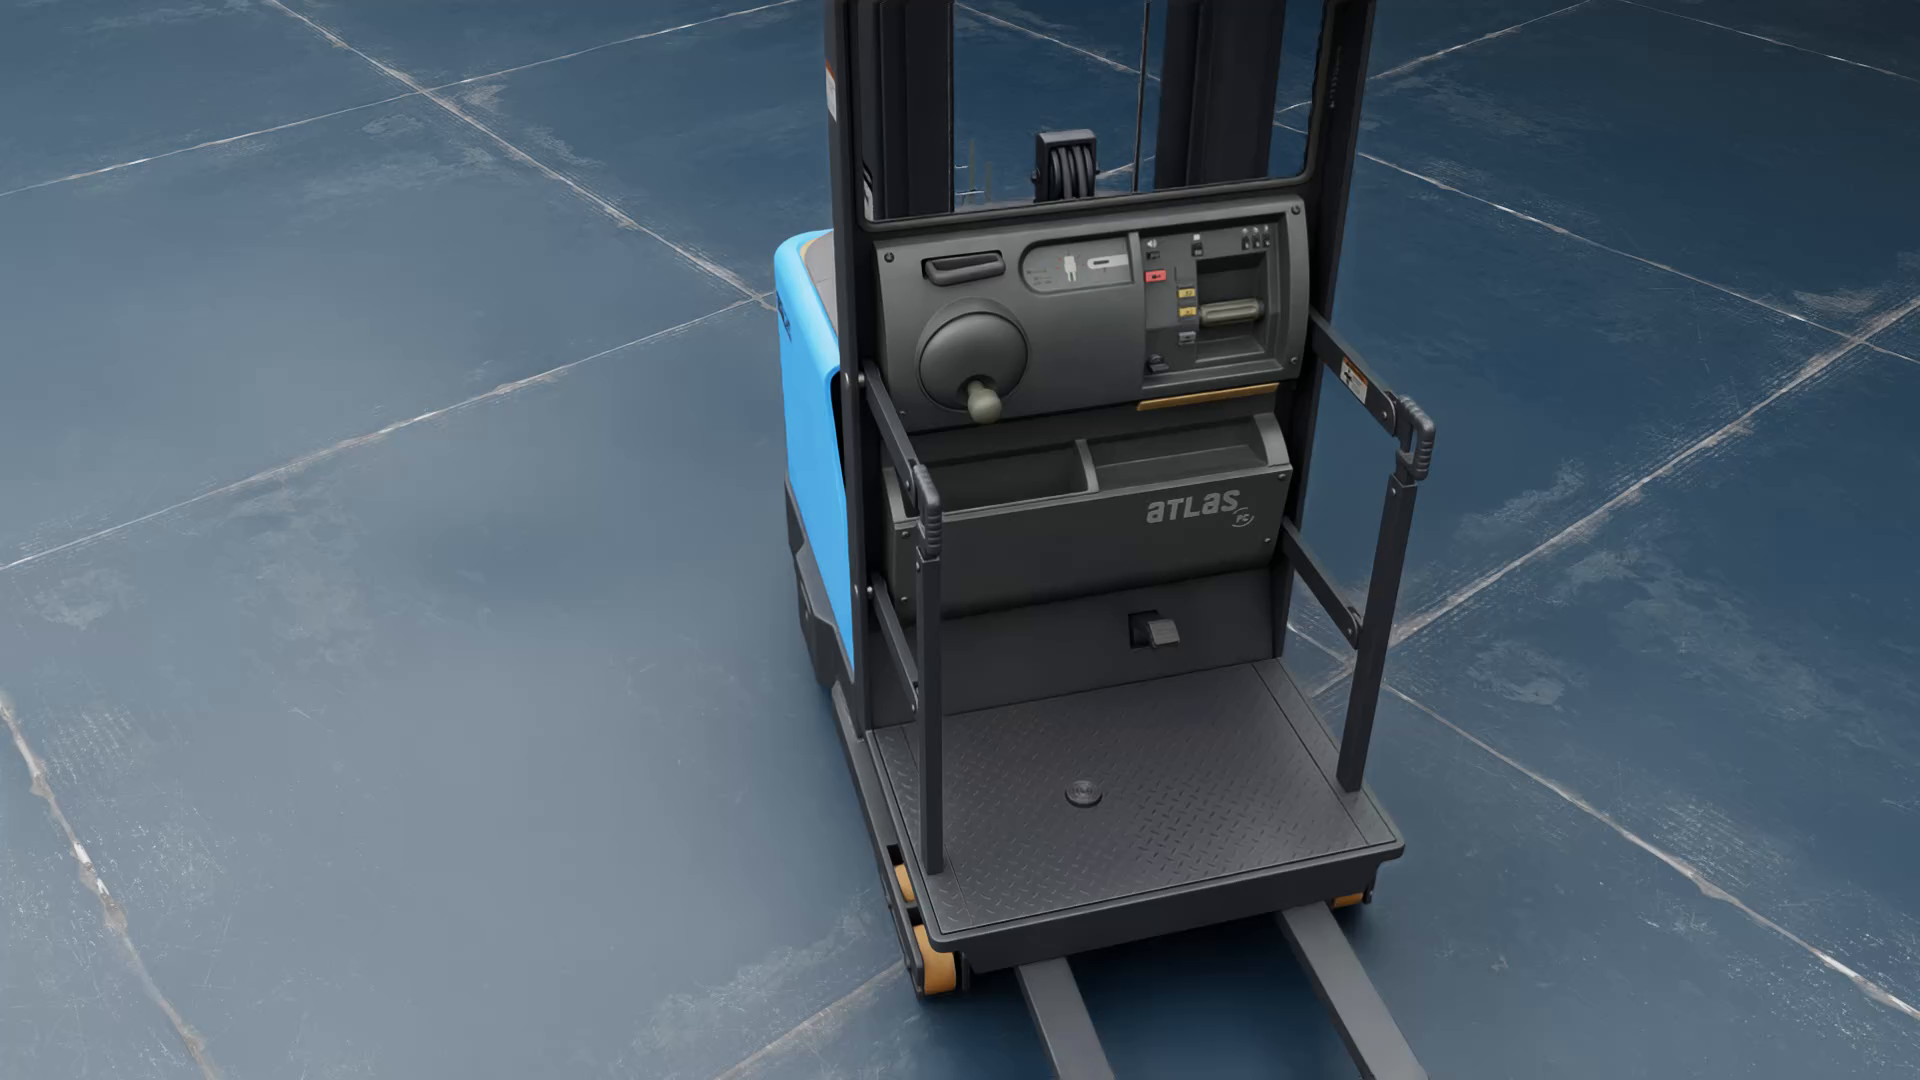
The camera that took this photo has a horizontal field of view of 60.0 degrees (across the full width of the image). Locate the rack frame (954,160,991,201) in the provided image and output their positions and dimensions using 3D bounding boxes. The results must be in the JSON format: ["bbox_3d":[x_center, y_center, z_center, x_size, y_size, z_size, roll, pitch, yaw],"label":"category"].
[{"bbox_3d":[-0.028,-0.561,5.004,0.240,1.200,0.006,-9,36,-12],"label":"rack frame"}]

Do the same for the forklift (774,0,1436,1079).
[{"bbox_3d":[0.347,-0.414,3.298,1.130,2.935,3.031,-9,36,-12],"label":"forklift"}]

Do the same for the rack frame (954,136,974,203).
[{"bbox_3d":[-0.076,-0.663,5.148,0.240,1.200,0.006,-9,36,-12],"label":"rack frame"}]

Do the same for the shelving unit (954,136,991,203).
[{"bbox_3d":[-0.052,-0.612,5.076,0.258,1.200,0.189,-9,36,-12],"label":"shelving unit"}]
